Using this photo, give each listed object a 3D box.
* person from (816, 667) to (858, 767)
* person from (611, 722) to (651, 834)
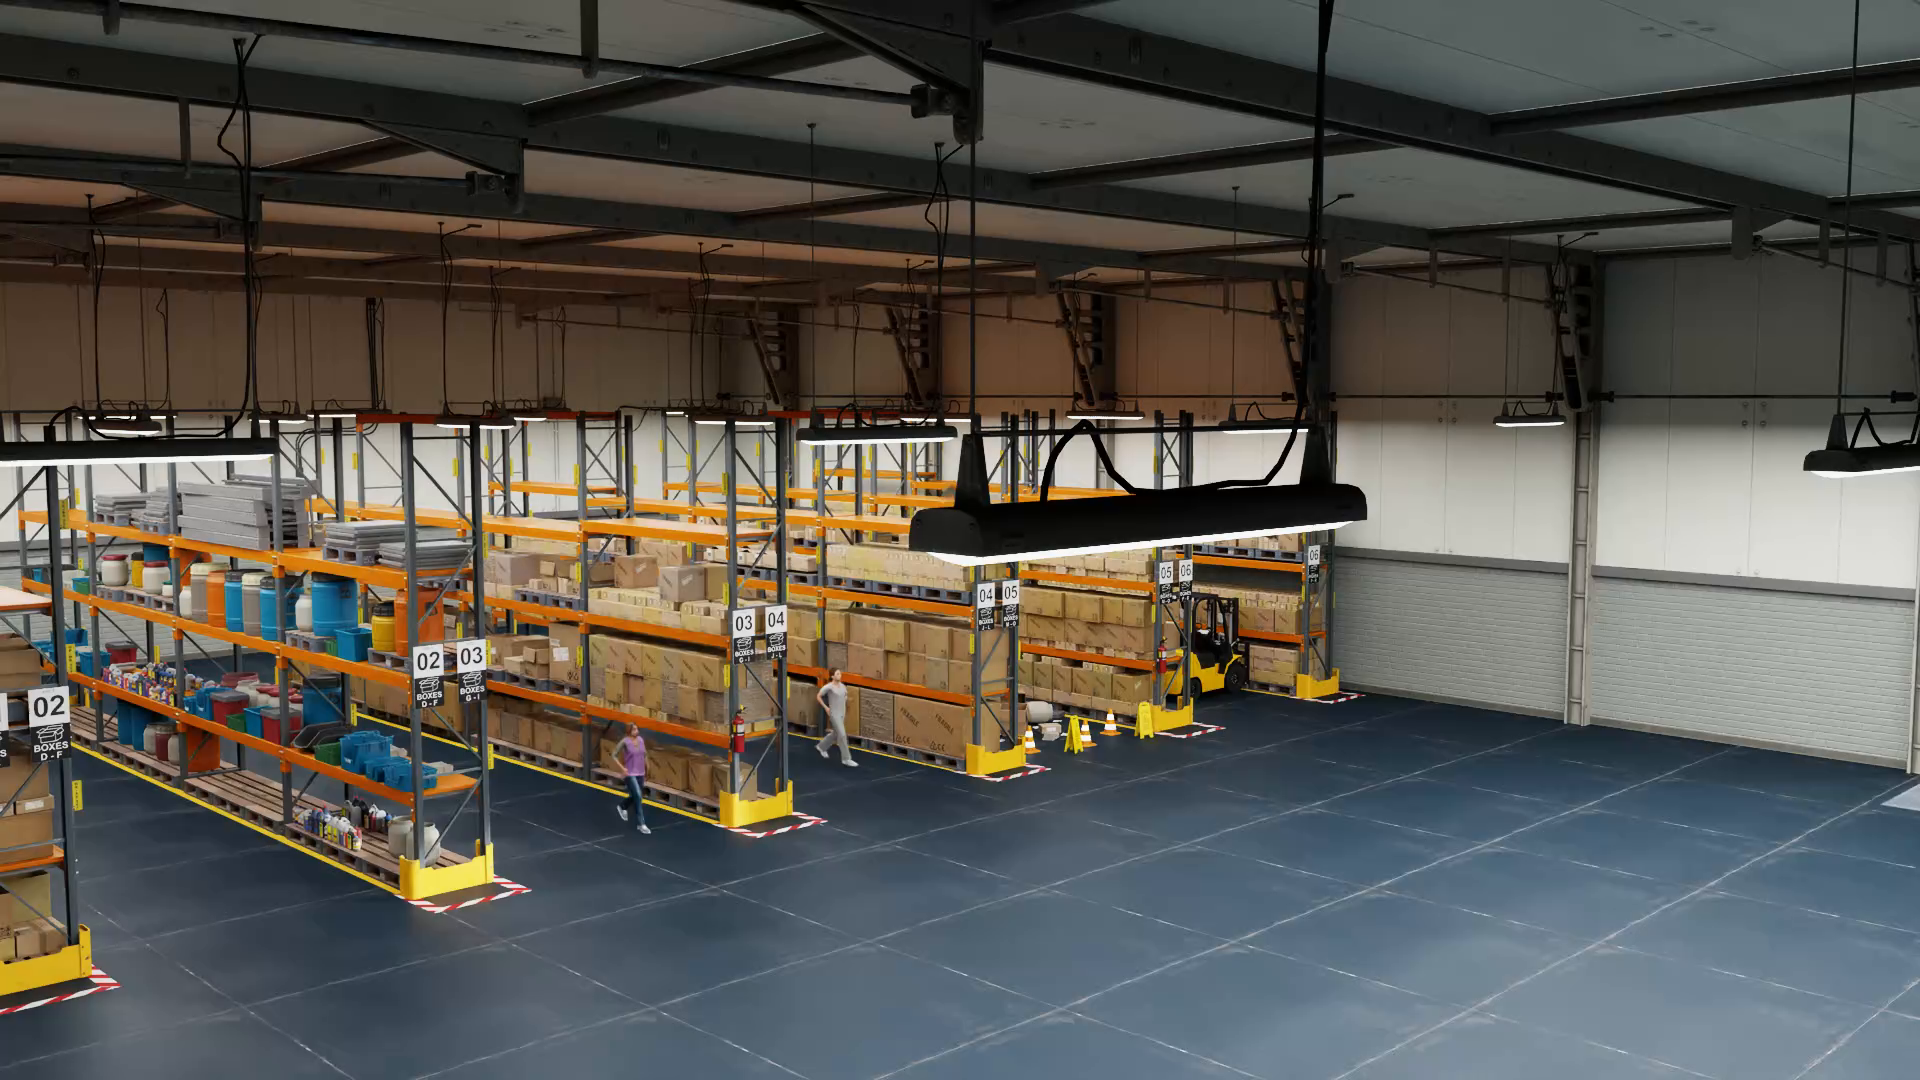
[{"bbox_3d":[-2.123,3.000,28.485,0.969,1.655,0.564,3,6,33],"label":"person"},{"bbox_3d":[-4.783,3.431,24.225,0.799,1.596,0.546,4,7,40],"label":"person"}]
